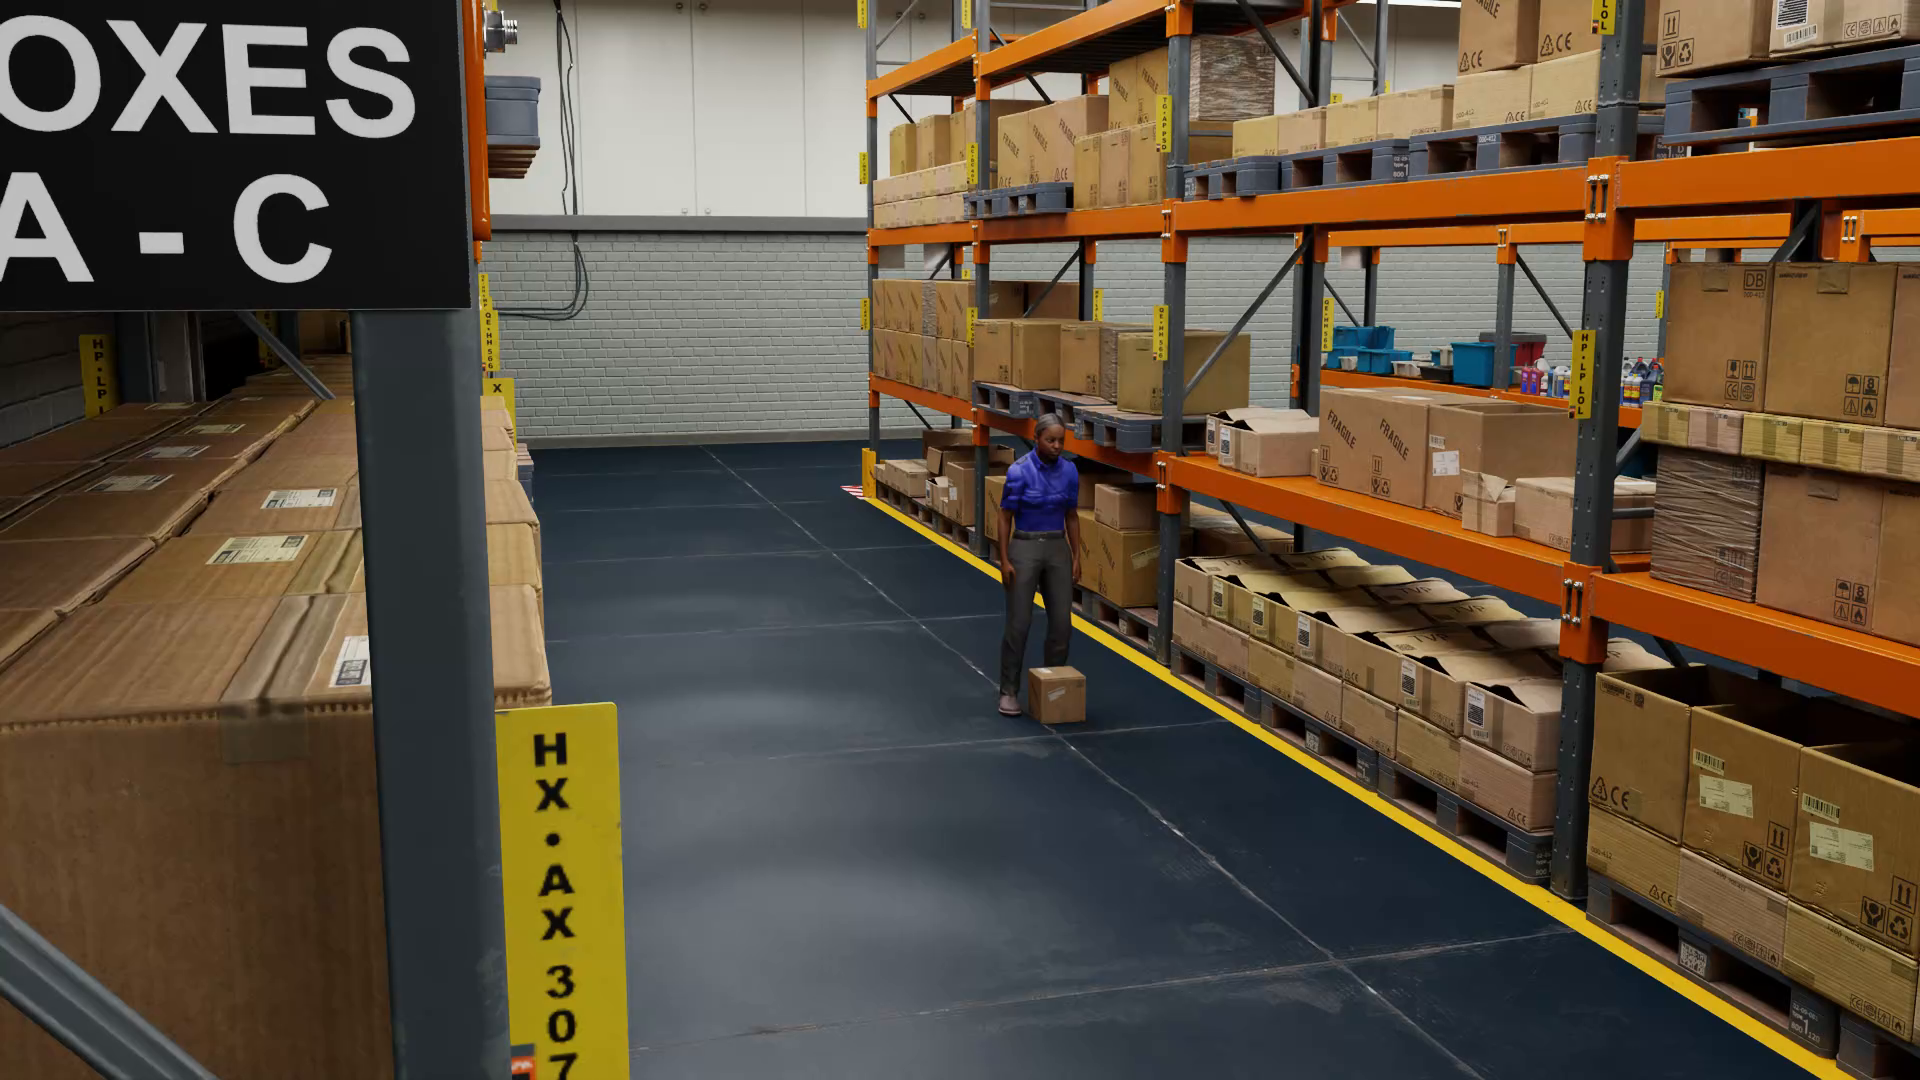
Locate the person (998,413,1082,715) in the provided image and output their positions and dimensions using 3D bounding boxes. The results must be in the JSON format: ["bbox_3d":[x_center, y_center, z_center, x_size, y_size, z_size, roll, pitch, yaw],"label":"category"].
[{"bbox_3d":[0.436,0.118,9.181,0.519,1.653,0.349,-3,10,-19],"label":"person"}]
